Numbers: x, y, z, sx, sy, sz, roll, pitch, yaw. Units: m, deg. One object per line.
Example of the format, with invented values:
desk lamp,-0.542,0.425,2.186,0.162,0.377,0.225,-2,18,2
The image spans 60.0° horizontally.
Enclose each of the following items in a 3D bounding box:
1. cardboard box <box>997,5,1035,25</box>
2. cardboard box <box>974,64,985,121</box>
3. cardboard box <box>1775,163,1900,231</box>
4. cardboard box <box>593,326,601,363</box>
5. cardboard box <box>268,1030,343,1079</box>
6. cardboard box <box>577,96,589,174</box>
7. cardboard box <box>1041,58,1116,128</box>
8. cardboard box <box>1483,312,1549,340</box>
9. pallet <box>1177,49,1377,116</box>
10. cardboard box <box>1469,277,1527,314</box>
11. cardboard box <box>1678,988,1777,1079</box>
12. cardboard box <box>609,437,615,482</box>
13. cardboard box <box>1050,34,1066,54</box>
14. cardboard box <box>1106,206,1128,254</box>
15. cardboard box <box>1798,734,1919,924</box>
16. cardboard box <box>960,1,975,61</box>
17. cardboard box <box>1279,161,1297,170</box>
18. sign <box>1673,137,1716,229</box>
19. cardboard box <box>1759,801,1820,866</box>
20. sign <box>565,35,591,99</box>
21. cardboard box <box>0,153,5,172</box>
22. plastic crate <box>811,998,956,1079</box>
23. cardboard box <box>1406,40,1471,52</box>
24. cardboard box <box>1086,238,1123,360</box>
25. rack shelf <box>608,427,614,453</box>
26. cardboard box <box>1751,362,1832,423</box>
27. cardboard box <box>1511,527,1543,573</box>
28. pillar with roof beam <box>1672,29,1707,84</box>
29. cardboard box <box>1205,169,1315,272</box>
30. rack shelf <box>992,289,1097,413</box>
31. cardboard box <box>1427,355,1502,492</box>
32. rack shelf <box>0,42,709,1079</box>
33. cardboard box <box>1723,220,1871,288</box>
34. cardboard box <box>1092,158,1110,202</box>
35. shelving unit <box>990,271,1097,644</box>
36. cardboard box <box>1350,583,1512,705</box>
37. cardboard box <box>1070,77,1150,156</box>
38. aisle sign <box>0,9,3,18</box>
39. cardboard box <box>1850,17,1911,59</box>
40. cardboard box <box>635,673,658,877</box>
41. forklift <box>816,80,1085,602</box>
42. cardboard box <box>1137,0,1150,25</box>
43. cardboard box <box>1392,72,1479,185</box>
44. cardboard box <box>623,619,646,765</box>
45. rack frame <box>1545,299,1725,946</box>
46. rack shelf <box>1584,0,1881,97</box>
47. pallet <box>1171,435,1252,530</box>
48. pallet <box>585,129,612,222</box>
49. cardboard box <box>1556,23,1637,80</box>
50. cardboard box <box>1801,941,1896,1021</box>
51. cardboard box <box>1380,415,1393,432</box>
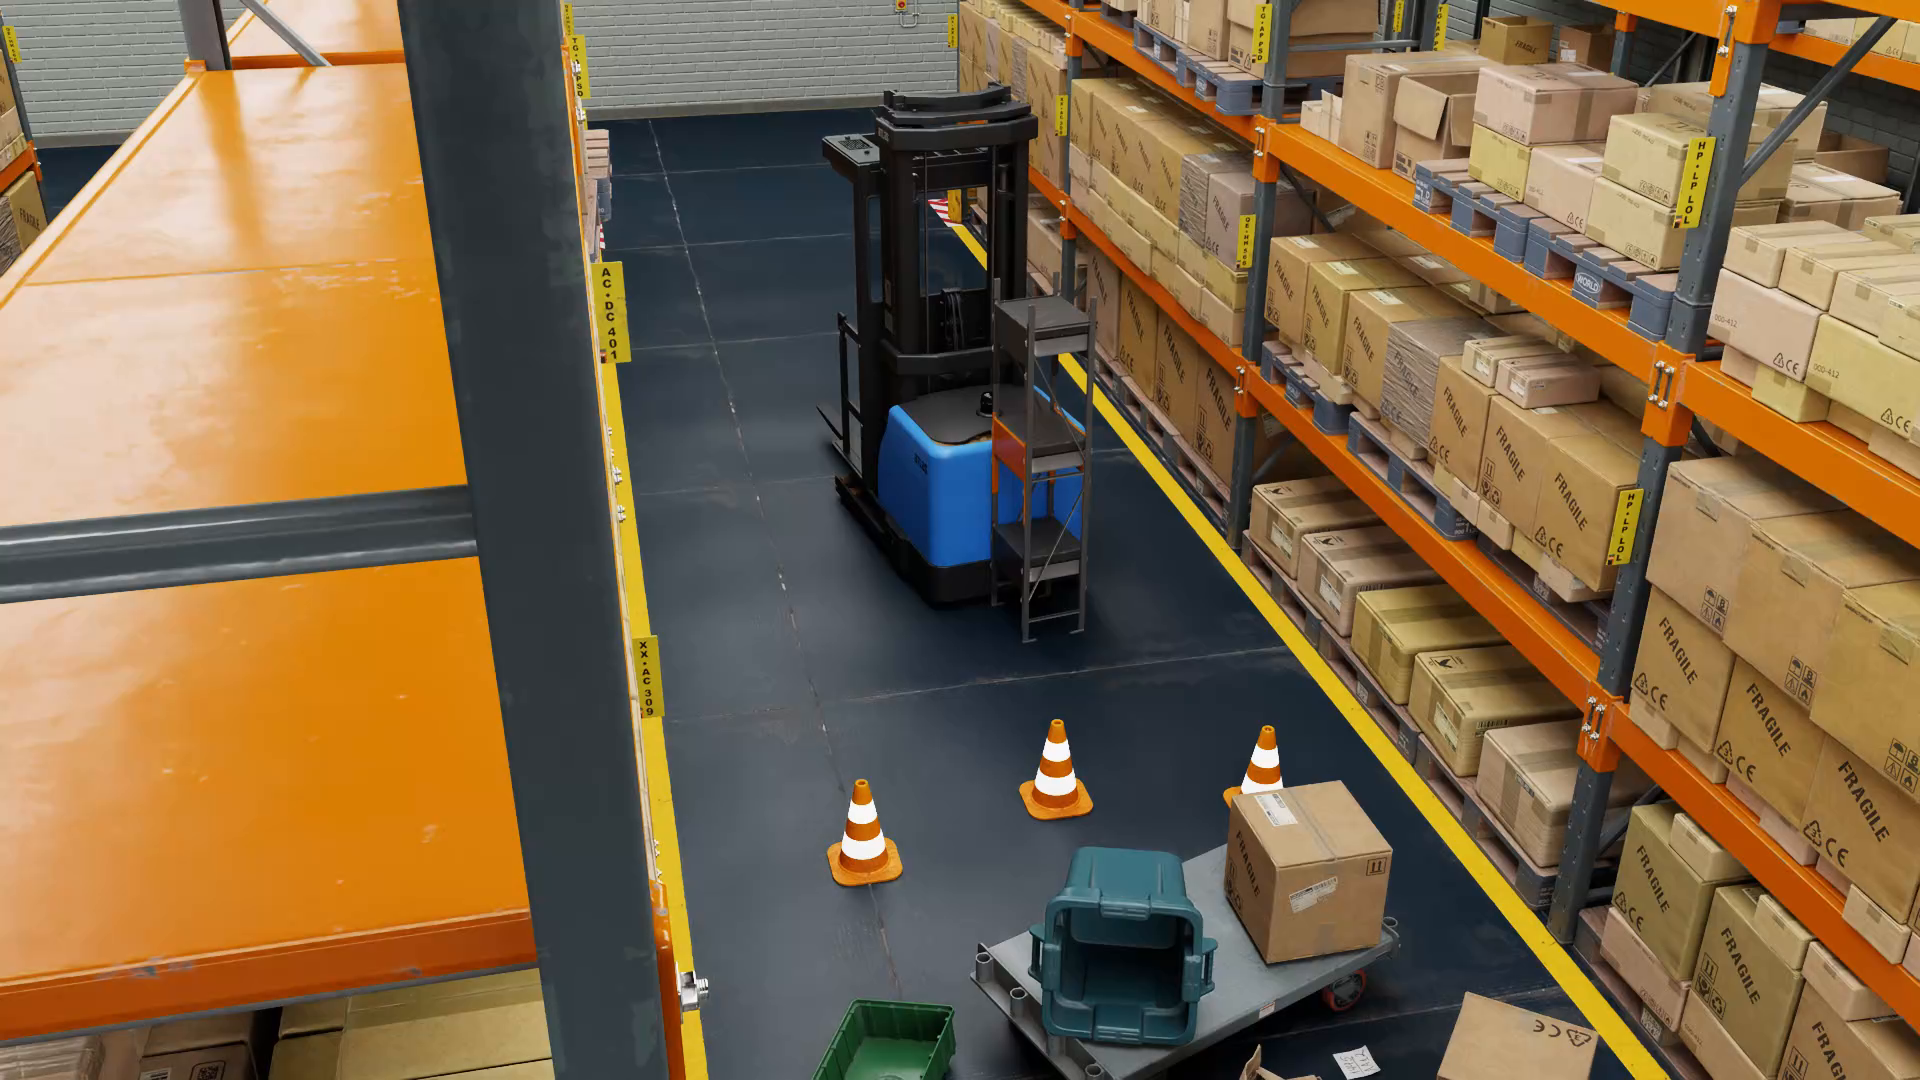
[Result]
cardboard box,0.555,-4.884,15.503,0.380,0.149,0.250,-6,27,-11
cardboard box,0.437,-4.444,16.460,0.500,0.500,0.500,-6,27,-12
cardboard box,3.430,-1.347,6.807,0.500,0.250,0.500,-7,28,-13
cardboard box,-1.067,-0.399,4.046,0.380,0.149,0.250,-5,27,-11
cardboard box,-0.586,0.838,2.037,0.500,0.250,0.500,-6,27,-12
cardboard box,-2.002,-1.902,7.729,0.500,0.311,0.500,-6,27,-12
cardboard box,0.993,-3.772,14.020,0.500,0.500,0.500,-6,27,-12
cardboard box,3.007,-0.853,8.549,0.500,0.500,0.500,-7,28,-14
pallet,2.073,-2.878,10.350,1.213,0.211,1.003,-5,27,-9
cardboard box,2.914,-1.311,8.738,0.380,0.149,0.250,-7,28,-14
cardboard box,3.173,1.970,6.451,0.500,0.250,0.500,-4,27,-9
cardboard box,-1.118,-0.151,4.439,0.380,0.149,0.250,-6,27,-11
cardboard box,0.989,-4.223,14.193,0.380,0.149,0.250,-6,27,-12
cardboard box,1.429,-2.361,12.613,0.500,0.250,0.500,-6,27,-12
cardboard box,3.235,0.894,5.556,0.500,0.500,0.500,-6,27,-12
cardboard box,0.298,-5.109,16.670,0.500,0.500,0.500,-7,28,-13
cardboard box,2.276,-2.295,11.094,0.500,0.500,0.500,-6,27,-11
sign,2.631,-1.278,5.959,0.100,0.325,0.005,-6,27,-12
cardboard box,3.149,1.024,6.017,0.380,0.149,0.250,-5,27,-10
sign,-1.987,-2.457,8.645,0.100,0.325,0.005,-6,27,-12
cardboard box,-8.616,-3.282,14.549,0.380,0.149,0.250,-5,27,-11
plastic crate,-0.313,2.130,6.604,0.450,0.188,0.662,-2,25,20
cardboard box,5.142,-5.203,17.912,0.500,0.250,0.500,-6,27,-11
cardboard box,1.586,-2.077,13.774,0.875,0.875,0.875,-5,27,-10
rack shelf,-2.981,-1.356,11.252,1.077,0.370,4.000,-6,27,-12
cardboard box,3.005,-0.534,5.776,0.380,0.149,0.250,-6,27,-12
cardboard box,2.744,0.019,7.542,0.380,0.149,0.250,-7,28,-13
pillar with roof beam,2.731,-6.246,13.484,9.100,9.000,0.400,-6,27,-12
cardboard box,1.899,-2.037,10.583,0.500,0.500,0.500,-7,28,-13
rack shelf,0.468,-1.071,9.365,0.431,0.518,0.480,-10,28,-19
cardboard box,2.620,-0.579,8.008,0.500,0.500,0.500,-5,27,-10
rack shelf,-1.178,-0.343,3.032,1.077,0.370,4.000,-6,27,-12
cardboard box,2.924,-1.001,5.817,0.380,0.149,0.250,-6,27,-13
cardboard box,1.338,-2.810,12.947,0.500,0.250,0.500,-6,27,-11
shelving unit,0.468,-0.458,9.675,0.431,2.100,0.503,-10,28,-19
cardboard box,2.727,0.545,9.137,0.950,0.372,0.625,-5,27,-10
cardboard box,1.188,-3.371,13.225,0.500,0.500,0.500,-6,27,-11
aisle sign,-8.912,-5.074,14.936,0.394,0.787,0.004,-6,27,-12
cardboard box,6.639,-3.545,11.629,0.500,0.250,0.500,-6,27,-11
cardboard box,-1.342,0.803,4.812,0.875,0.550,0.550,-6,27,-12
forklift,-0.227,-1.570,10.953,1.130,2.935,3.031,-10,28,-19
cardboard box,1.439,-3.731,11.513,0.396,0.266,0.258,-4,27,-7
cardboard box,2.642,-2.064,8.414,0.797,0.503,0.637,-6,27,-12
cardboard box,-0.720,0.273,2.715,0.380,0.149,0.250,-6,27,-12
rack frame,3.171,0.410,6.955,1.000,3.000,0.127,-6,27,-12
rack shelf,2.721,-2.646,7.595,1.077,0.370,4.000,-6,27,-12
pallet,2.166,-0.455,11.763,1.003,0.211,1.213,-6,27,-12
pallet,-2.333,-1.776,8.168,1.213,0.211,1.003,-5,27,-9
cardboard box,6.127,-4.689,16.062,0.500,0.500,0.500,-7,28,-13
cardboard box,3.192,1.516,5.796,0.380,0.149,0.250,-4,27,-9
cardboard box,2.484,-0.667,8.901,0.380,0.149,0.250,-5,27,-10
